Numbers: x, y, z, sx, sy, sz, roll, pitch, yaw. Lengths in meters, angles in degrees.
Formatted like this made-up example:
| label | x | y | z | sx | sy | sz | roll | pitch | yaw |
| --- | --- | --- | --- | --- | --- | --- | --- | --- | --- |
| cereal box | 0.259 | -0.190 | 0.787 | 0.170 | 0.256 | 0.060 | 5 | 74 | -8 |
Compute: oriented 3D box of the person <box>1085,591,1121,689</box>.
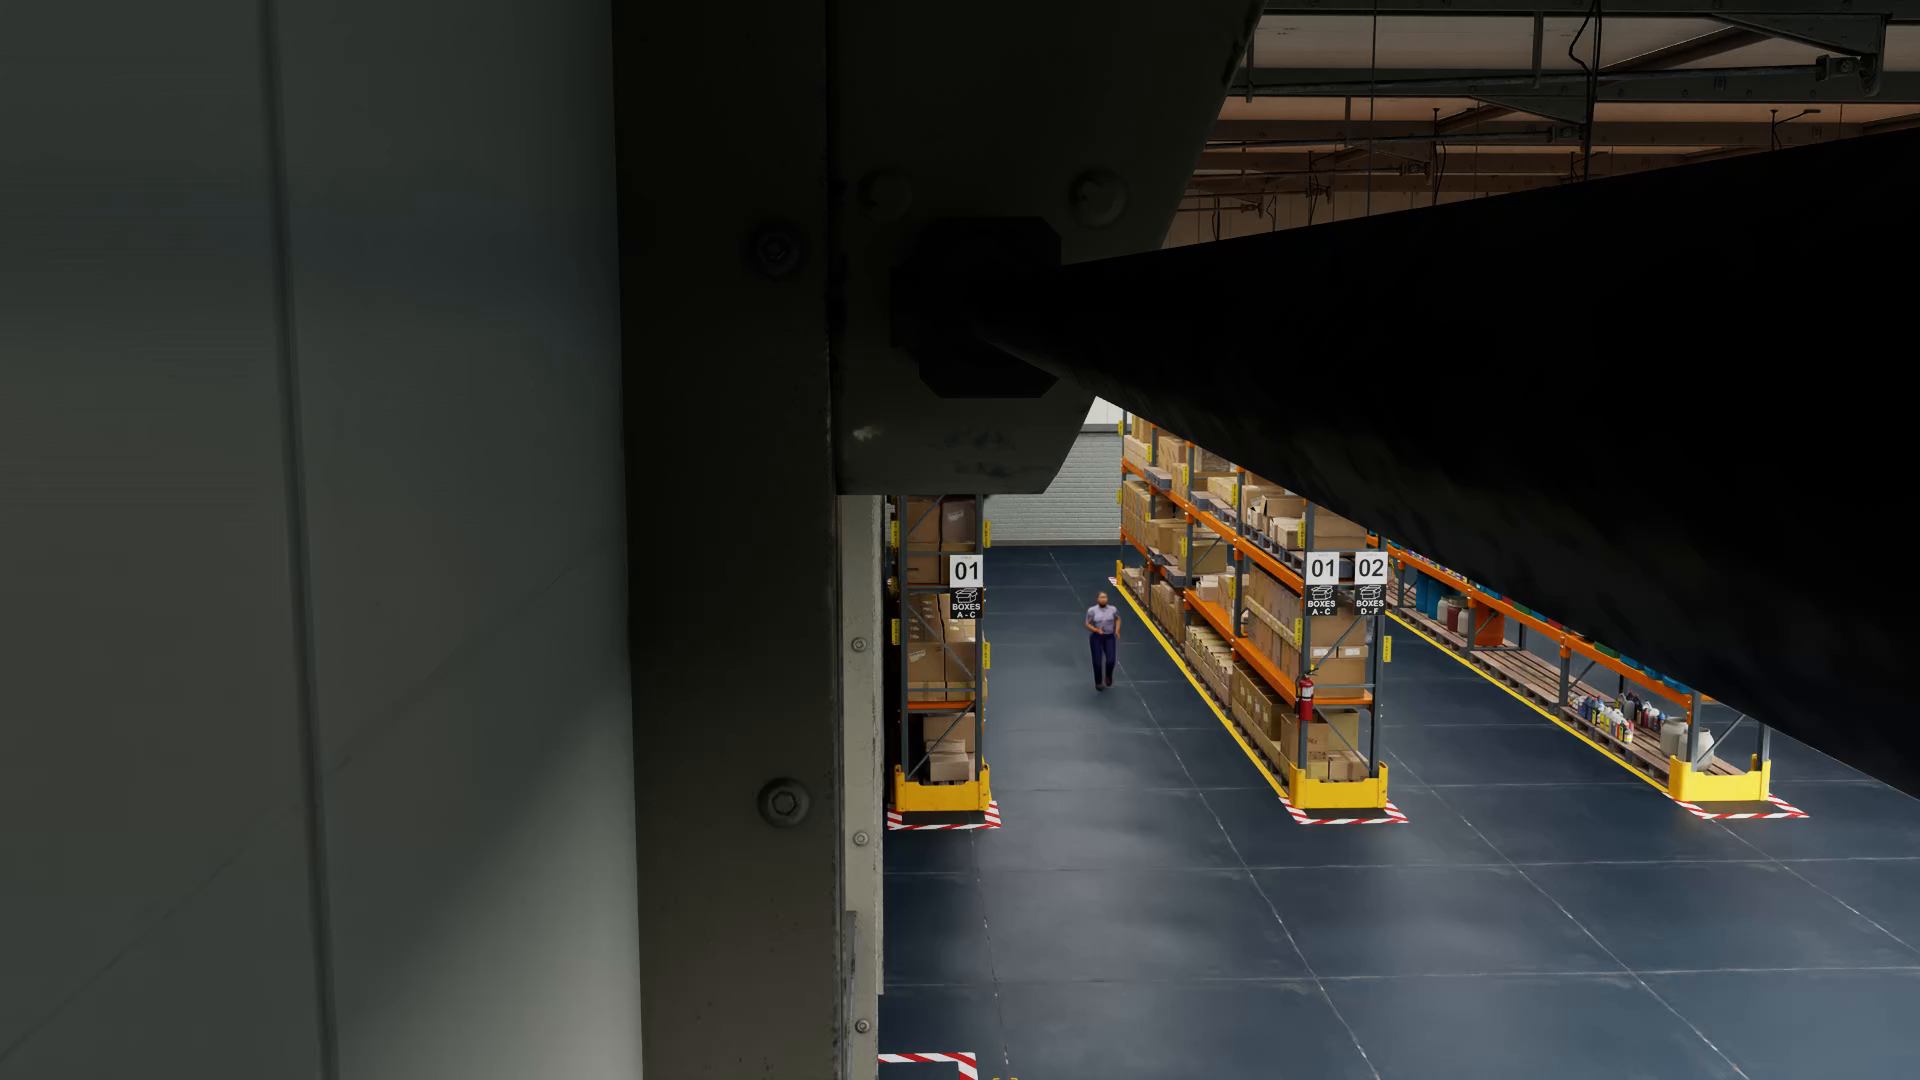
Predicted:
| label | x | y | z | sx | sy | sz | roll | pitch | yaw |
| --- | --- | --- | --- | --- | --- | --- | --- | --- | --- |
| person | 2.300 | 1.618 | 26.623 | 0.592 | 1.609 | 0.577 | 0 | 8 | -2 |

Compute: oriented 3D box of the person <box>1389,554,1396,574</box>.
| label | x | y | z | sx | sy | sz | roll | pitch | yaw |
| --- | --- | --- | --- | --- | --- | --- | --- | --- | --- |
| person | 9.693 | -0.034 | 37.688 | 0.538 | 1.646 | 0.664 | 5 | 10 | 29 |

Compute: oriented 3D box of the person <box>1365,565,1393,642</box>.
| label | x | y | z | sx | sy | sz | roll | pitch | yaw |
| --- | --- | --- | --- | --- | --- | --- | --- | --- | --- |
| person | 7.518 | 1.033 | 30.135 | 0.647 | 1.711 | 0.684 | 0 | 8 | -2 |
